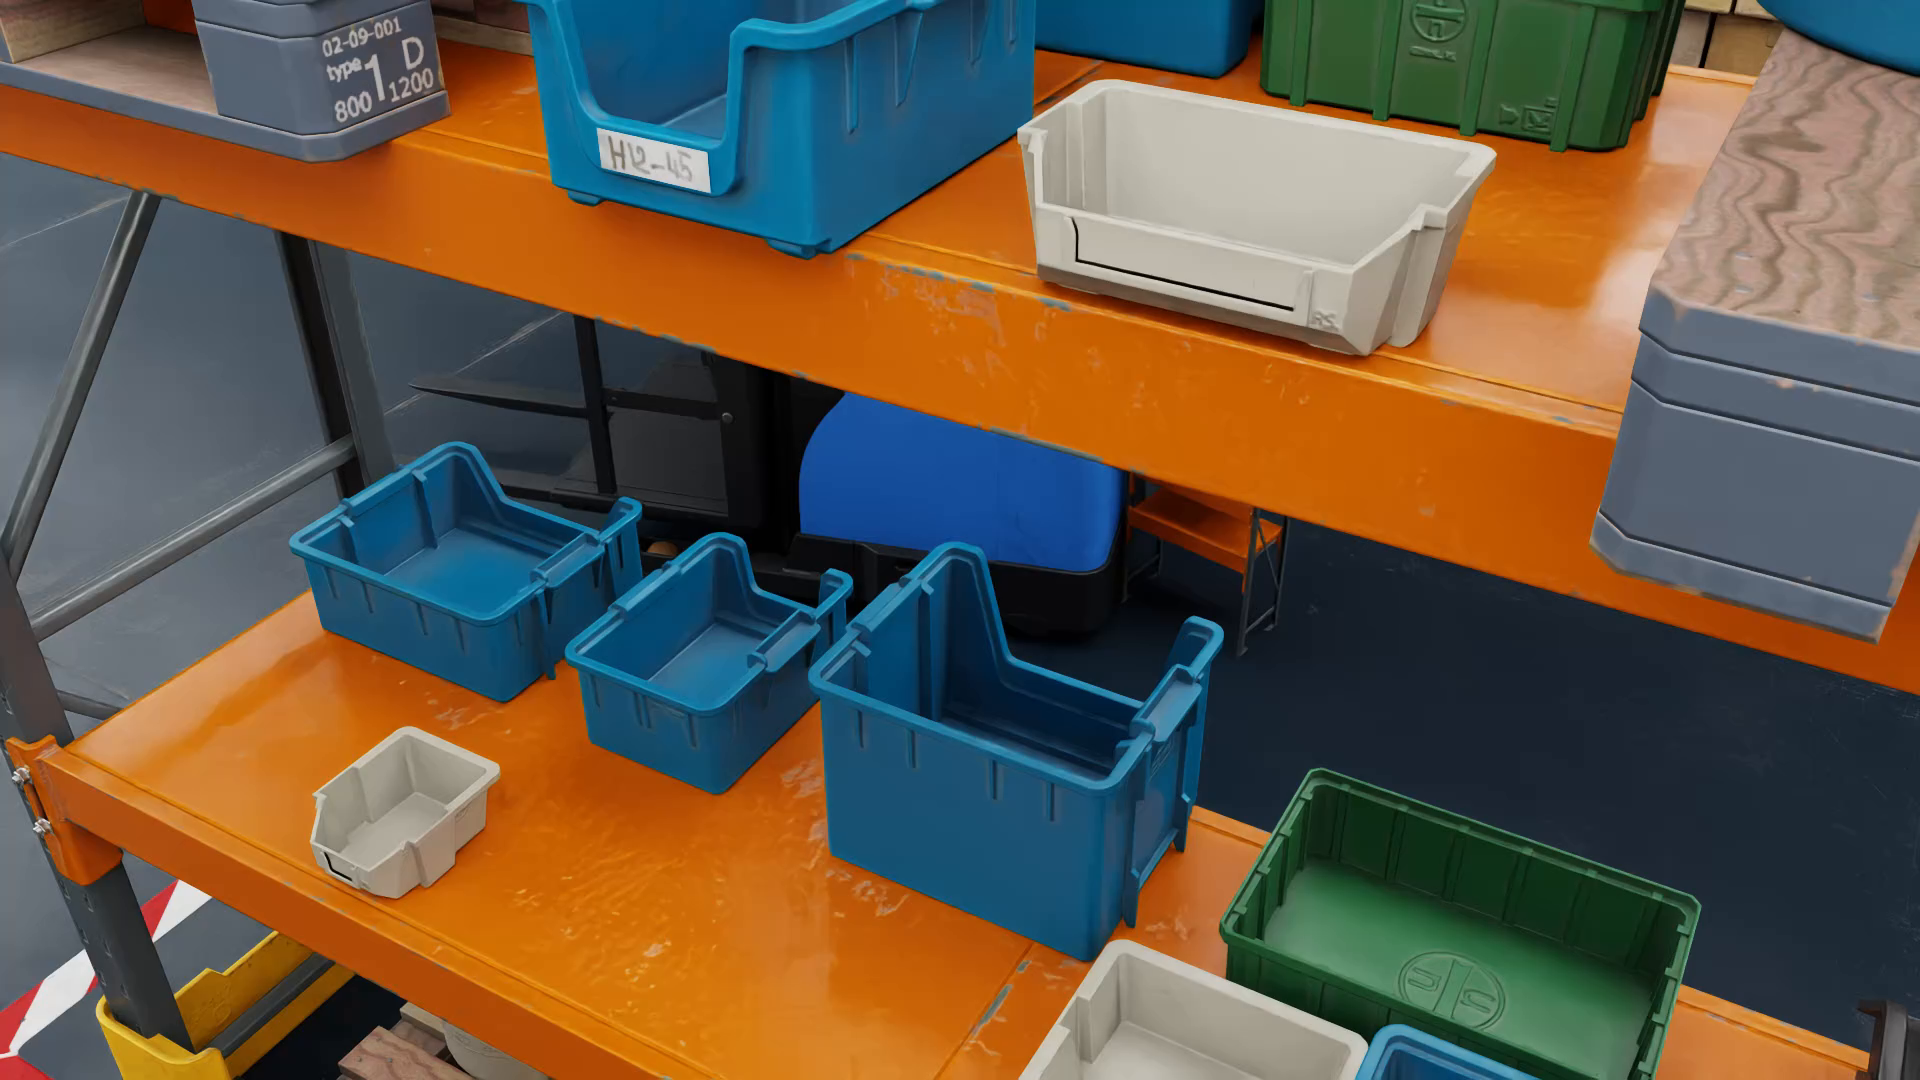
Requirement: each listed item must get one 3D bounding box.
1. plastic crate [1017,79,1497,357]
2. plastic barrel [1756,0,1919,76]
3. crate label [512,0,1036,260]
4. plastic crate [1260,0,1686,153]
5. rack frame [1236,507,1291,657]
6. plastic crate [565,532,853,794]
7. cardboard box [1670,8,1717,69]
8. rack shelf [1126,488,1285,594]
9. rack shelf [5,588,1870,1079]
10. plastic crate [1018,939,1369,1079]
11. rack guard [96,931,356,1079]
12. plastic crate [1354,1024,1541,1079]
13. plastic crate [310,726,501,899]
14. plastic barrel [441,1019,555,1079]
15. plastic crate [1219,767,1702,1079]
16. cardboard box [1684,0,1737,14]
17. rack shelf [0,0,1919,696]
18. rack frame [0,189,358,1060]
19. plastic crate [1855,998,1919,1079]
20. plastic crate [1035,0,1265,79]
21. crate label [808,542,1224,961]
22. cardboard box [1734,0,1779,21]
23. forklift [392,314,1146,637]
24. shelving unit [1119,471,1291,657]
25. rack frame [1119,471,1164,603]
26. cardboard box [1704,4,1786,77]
[{"bbox_3d":[0.250,-0.288,1.507,0.396,0.136,0.243,18,37,24],"label":"plastic crate"},{"bbox_3d":[1.033,-0.859,1.297,0.708,0.901,0.600,18,37,24],"label":"plastic barrel"},{"bbox_3d":[-0.168,-0.515,1.745,0.408,0.251,0.502,18,37,24],"label":"crate label"},{"bbox_3d":[0.609,-0.627,1.971,0.450,0.188,0.336,18,37,24],"label":"plastic crate"},{"bbox_3d":[1.023,-0.155,5.400,0.015,1.200,0.240,25,41,33],"label":"rack frame"},{"bbox_3d":[-0.485,0.235,3.325,0.408,0.251,0.499,18,37,24],"label":"plastic crate"},{"bbox_3d":[2.576,-1.867,6.258,0.500,0.500,0.700,19,38,26],"label":"cardboard box"},{"bbox_3d":[0.837,-0.021,5.678,0.480,0.148,0.258,25,41,33],"label":"rack shelf"},{"bbox_3d":[0.107,0.847,2.920,4.000,0.370,1.077,18,37,24],"label":"rack shelf"},{"bbox_3d":[0.308,0.883,2.456,0.437,0.136,0.530,18,37,24],"label":"plastic crate"},{"bbox_3d":[-1.540,1.037,4.242,0.348,0.500,1.175,18,37,24],"label":"rack guard"},{"bbox_3d":[0.748,0.986,2.197,0.616,0.251,0.499,18,37,24],"label":"plastic crate"},{"bbox_3d":[-1.012,0.509,3.018,0.250,0.136,0.298,18,37,24],"label":"plastic crate"},{"bbox_3d":[-1.020,1.003,3.904,0.421,0.512,0.421,0,34,0],"label":"plastic barrel"},{"bbox_3d":[0.805,0.677,2.718,0.662,0.188,0.450,18,37,24],"label":"plastic crate"},{"bbox_3d":[2.629,-1.990,5.856,0.250,0.149,0.380,19,38,26],"label":"cardboard box"},{"bbox_3d":[0.107,-0.401,2.089,4.000,0.370,1.077,18,37,24],"label":"rack shelf"},{"bbox_3d":[-1.631,-0.001,3.545,0.053,2.616,0.949,18,37,24],"label":"rack frame"},{"bbox_3d":[1.452,0.919,2.220,0.504,0.338,0.767,18,37,24],"label":"plastic crate"},{"bbox_3d":[0.176,-0.864,2.150,0.575,0.384,0.392,18,37,24],"label":"plastic crate"},{"bbox_3d":[0.103,0.359,2.972,0.616,0.435,0.502,18,37,24],"label":"crate label"},{"bbox_3d":[4.945,-1.866,4.487,4.934,1.460,0.703,19,38,26],"label":"cardboard box"},{"bbox_3d":[0.257,-0.521,3.695,6.186,3.703,4.498,8,34,12],"label":"forklift"},{"bbox_3d":[0.837,-0.242,5.531,0.503,1.200,0.258,25,41,33],"label":"shelving unit"},{"bbox_3d":[0.651,-0.329,5.662,0.015,1.200,0.240,25,41,33],"label":"rack frame"},{"bbox_3d":[3.022,-1.727,6.047,0.500,0.500,0.700,18,38,25],"label":"cardboard box"}]
